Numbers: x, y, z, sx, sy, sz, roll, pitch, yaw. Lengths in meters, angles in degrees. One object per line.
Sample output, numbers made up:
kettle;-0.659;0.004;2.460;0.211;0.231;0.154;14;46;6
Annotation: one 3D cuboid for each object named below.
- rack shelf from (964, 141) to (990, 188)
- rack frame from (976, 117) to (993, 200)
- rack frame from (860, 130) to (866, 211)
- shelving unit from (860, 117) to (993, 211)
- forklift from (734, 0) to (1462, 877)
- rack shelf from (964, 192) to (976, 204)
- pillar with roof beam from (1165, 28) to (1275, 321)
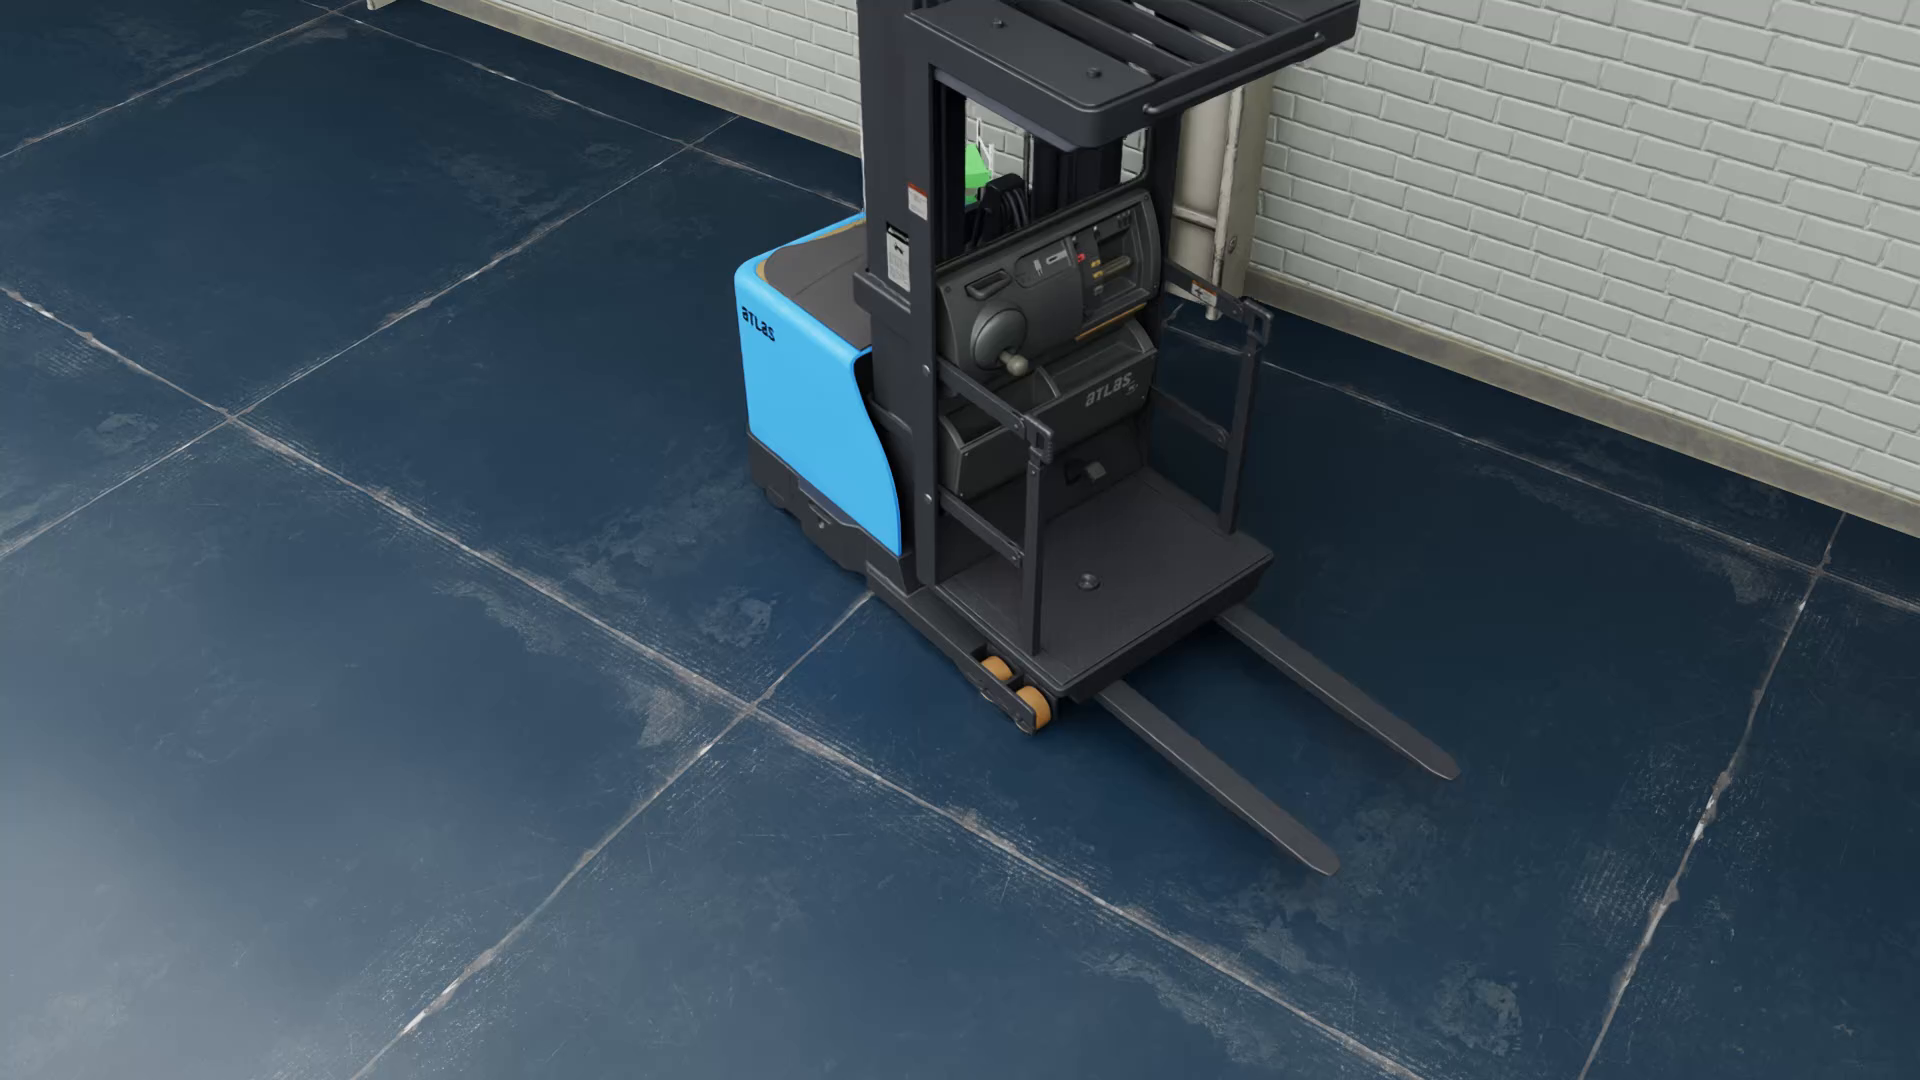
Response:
rack shelf;-0.138;-1.507;6.910;0.480;0.148;0.258;-9;43;-10
rack frame;0.100;-1.233;7.228;0.015;1.200;0.240;-9;43;-10
rack frame;-0.376;-1.161;7.147;0.015;1.200;0.240;-9;43;-10
shelving unit;-0.138;-1.197;7.187;0.503;1.200;0.258;-9;43;-10
forklift;0.453;-0.785;5.429;1.130;2.935;3.031;-29;49;-29
rack shelf;-0.138;-1.328;7.070;0.480;0.148;0.258;-9;43;-10
pillar with roof beam;-1.331;-2.204;2.464;0.400;9.000;9.100;25;48;25
